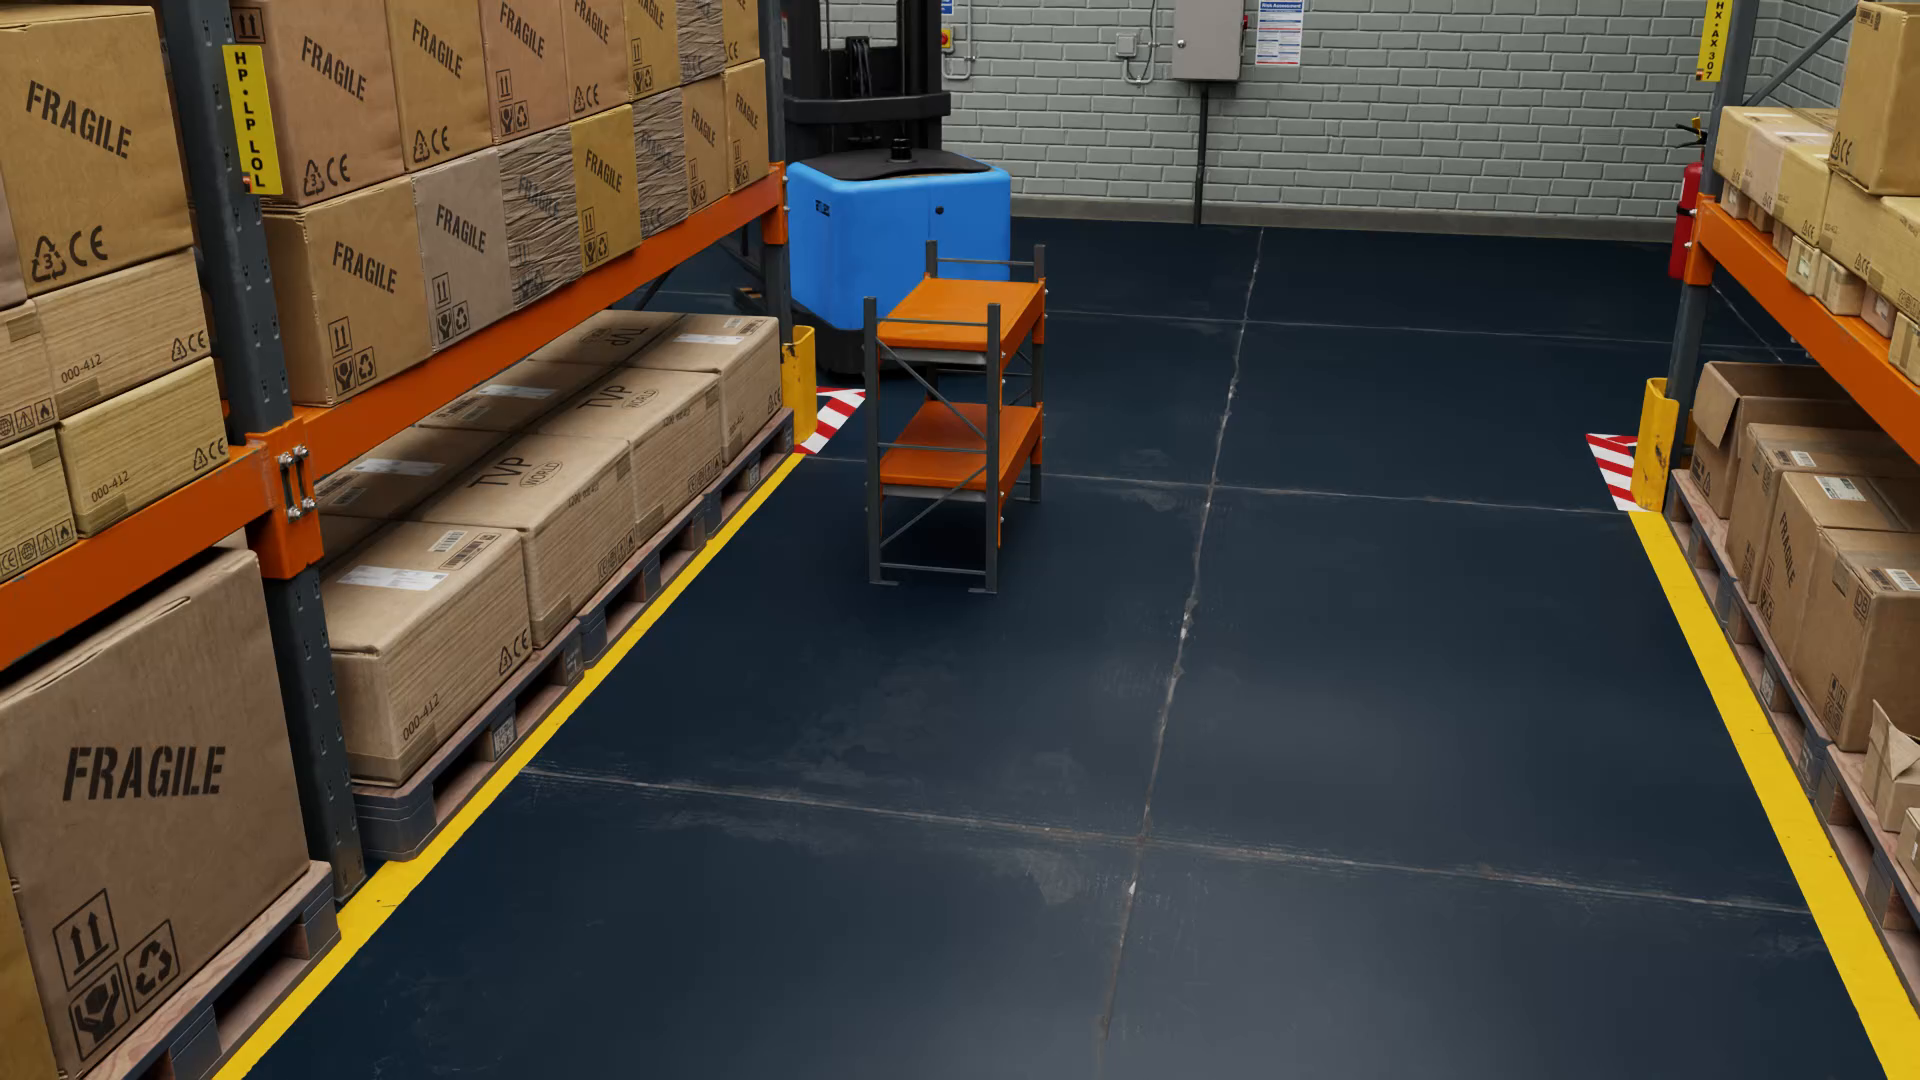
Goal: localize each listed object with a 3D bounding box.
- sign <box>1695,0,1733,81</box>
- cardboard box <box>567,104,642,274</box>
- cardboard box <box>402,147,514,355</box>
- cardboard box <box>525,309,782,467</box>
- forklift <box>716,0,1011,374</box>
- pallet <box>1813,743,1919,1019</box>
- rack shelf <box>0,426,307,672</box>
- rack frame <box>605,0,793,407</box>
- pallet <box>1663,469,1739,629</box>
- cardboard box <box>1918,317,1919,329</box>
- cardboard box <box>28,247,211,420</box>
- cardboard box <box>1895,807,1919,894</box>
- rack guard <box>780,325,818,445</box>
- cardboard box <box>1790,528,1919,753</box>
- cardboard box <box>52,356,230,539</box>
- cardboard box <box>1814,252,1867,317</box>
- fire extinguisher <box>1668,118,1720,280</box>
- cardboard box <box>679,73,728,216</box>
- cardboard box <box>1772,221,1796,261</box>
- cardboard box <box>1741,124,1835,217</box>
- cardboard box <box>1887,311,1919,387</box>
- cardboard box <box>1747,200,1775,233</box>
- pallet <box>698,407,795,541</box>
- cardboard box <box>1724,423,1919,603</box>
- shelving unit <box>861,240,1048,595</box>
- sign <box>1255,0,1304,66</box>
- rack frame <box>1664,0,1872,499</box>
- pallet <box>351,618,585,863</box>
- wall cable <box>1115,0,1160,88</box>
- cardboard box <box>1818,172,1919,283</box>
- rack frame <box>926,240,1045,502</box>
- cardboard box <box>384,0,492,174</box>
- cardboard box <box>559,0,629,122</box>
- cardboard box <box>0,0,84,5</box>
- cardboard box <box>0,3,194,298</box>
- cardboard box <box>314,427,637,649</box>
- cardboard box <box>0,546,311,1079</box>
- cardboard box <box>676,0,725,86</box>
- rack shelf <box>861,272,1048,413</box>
[{"bbox_3d":[3.024,-2.006,6.659,0.100,0.325,0.005,4,22,11],"label":"sign"},{"bbox_3d":[-1.449,-1.228,5.755,0.500,0.500,0.500,5,22,13],"label":"cardboard box"},{"bbox_3d":[-1.662,-0.859,4.836,0.500,0.500,0.500,5,22,11],"label":"cardboard box"},{"bbox_3d":[-1.342,-0.697,7.437,0.875,0.438,0.875,4,22,9],"label":"cardboard box"},{"bbox_3d":[-0.766,-2.760,9.783,1.130,2.935,3.031,-9,24,-22],"label":"forklift"},{"bbox_3d":[2.880,0.943,4.231,1.003,0.211,1.213,4,22,11],"label":"pallet"},{"bbox_3d":[-2.529,0.588,2.341,1.077,0.370,4.000,4,22,11],"label":"rack shelf"},{"bbox_3d":[-1.305,-1.940,7.655,1.000,3.000,0.127,4,22,11],"label":"rack frame"},{"bbox_3d":[3.378,0.050,6.446,1.003,0.211,1.213,4,22,11],"label":"pallet"},{"bbox_3d":[2.692,-0.557,4.025,0.500,0.250,0.500,5,22,11],"label":"cardboard box"},{"bbox_3d":[-1.973,-0.459,3.511,0.500,0.250,0.500,4,22,11],"label":"cardboard box"},{"bbox_3d":[2.565,0.802,4.102,0.380,0.149,0.250,4,22,9],"label":"cardboard box"},{"bbox_3d":[-1.300,-0.789,8.144,1.175,0.500,0.348,4,22,11],"label":"rack guard"},{"bbox_3d":[2.913,0.308,4.858,0.700,0.500,0.500,4,22,9],"label":"cardboard box"},{"bbox_3d":[-1.966,-0.224,3.595,0.500,0.250,0.500,4,22,10],"label":"cardboard box"},{"bbox_3d":[2.874,-0.782,5.116,0.380,0.149,0.250,5,22,12],"label":"cardboard box"},{"bbox_3d":[3.133,-1.443,7.024,0.296,0.674,0.183,4,22,11],"label":"fire extinguisher"},{"bbox_3d":[-1.261,-1.607,6.695,0.500,0.500,0.500,4,22,10],"label":"cardboard box"},{"bbox_3d":[3.082,-1.064,5.816,0.380,0.149,0.250,5,23,13],"label":"cardboard box"},{"bbox_3d":[3.096,-1.301,5.872,0.500,0.250,0.500,5,22,11],"label":"cardboard box"},{"bbox_3d":[2.723,-0.502,4.422,0.380,0.149,0.250,4,22,10],"label":"cardboard box"},{"bbox_3d":[3.213,-1.250,6.279,0.380,0.149,0.250,5,22,12],"label":"cardboard box"},{"bbox_3d":[-1.391,-0.348,7.435,1.003,0.211,1.213,4,22,11],"label":"pallet"},{"bbox_3d":[3.125,-0.072,5.801,0.700,0.500,0.500,5,23,13],"label":"cardboard box"},{"bbox_3d":[0.001,-0.524,6.650,0.538,1.125,1.048,4,22,11],"label":"shelving unit"},{"bbox_3d":[2.375,-3.784,12.362,0.329,0.494,0.001,4,22,11],"label":"sign"},{"bbox_3d":[3.555,-1.563,6.719,1.000,3.000,0.127,4,22,11],"label":"rack frame"},{"bbox_3d":[-1.889,0.545,5.219,1.003,0.211,1.213,4,22,11],"label":"pallet"},{"bbox_3d":[1.214,-4.371,12.332,0.588,1.984,0.122,4,22,11],"label":"wall cable"},{"bbox_3d":[2.913,-0.927,4.943,0.500,0.250,0.500,4,22,10],"label":"cardboard box"},{"bbox_3d":[0.105,-0.710,7.111,0.500,1.125,0.032,4,22,11],"label":"rack frame"},{"bbox_3d":[-1.678,-1.327,4.661,0.500,0.500,0.500,4,22,10],"label":"cardboard box"},{"bbox_3d":[-1.457,-1.698,5.581,0.500,0.500,0.500,4,22,11],"label":"cardboard box"},{"bbox_3d":[-2.295,-1.181,4.298,0.500,0.500,0.500,4,22,10],"label":"cardboard box"},{"bbox_3d":[-1.966,-0.805,3.364,0.500,0.500,0.500,5,23,13],"label":"cardboard box"},{"bbox_3d":[-1.706,-0.032,5.786,0.875,0.438,0.875,4,22,9],"label":"cardboard box"},{"bbox_3d":[-2.169,0.547,3.763,0.875,0.875,0.875,5,23,13],"label":"cardboard box"},{"bbox_3d":[-1.248,-2.062,6.486,0.500,0.500,0.500,5,22,11],"label":"cardboard box"},{"bbox_3d":[0.001,-0.796,6.540,0.538,0.278,1.000,4,22,11],"label":"rack shelf"}]
